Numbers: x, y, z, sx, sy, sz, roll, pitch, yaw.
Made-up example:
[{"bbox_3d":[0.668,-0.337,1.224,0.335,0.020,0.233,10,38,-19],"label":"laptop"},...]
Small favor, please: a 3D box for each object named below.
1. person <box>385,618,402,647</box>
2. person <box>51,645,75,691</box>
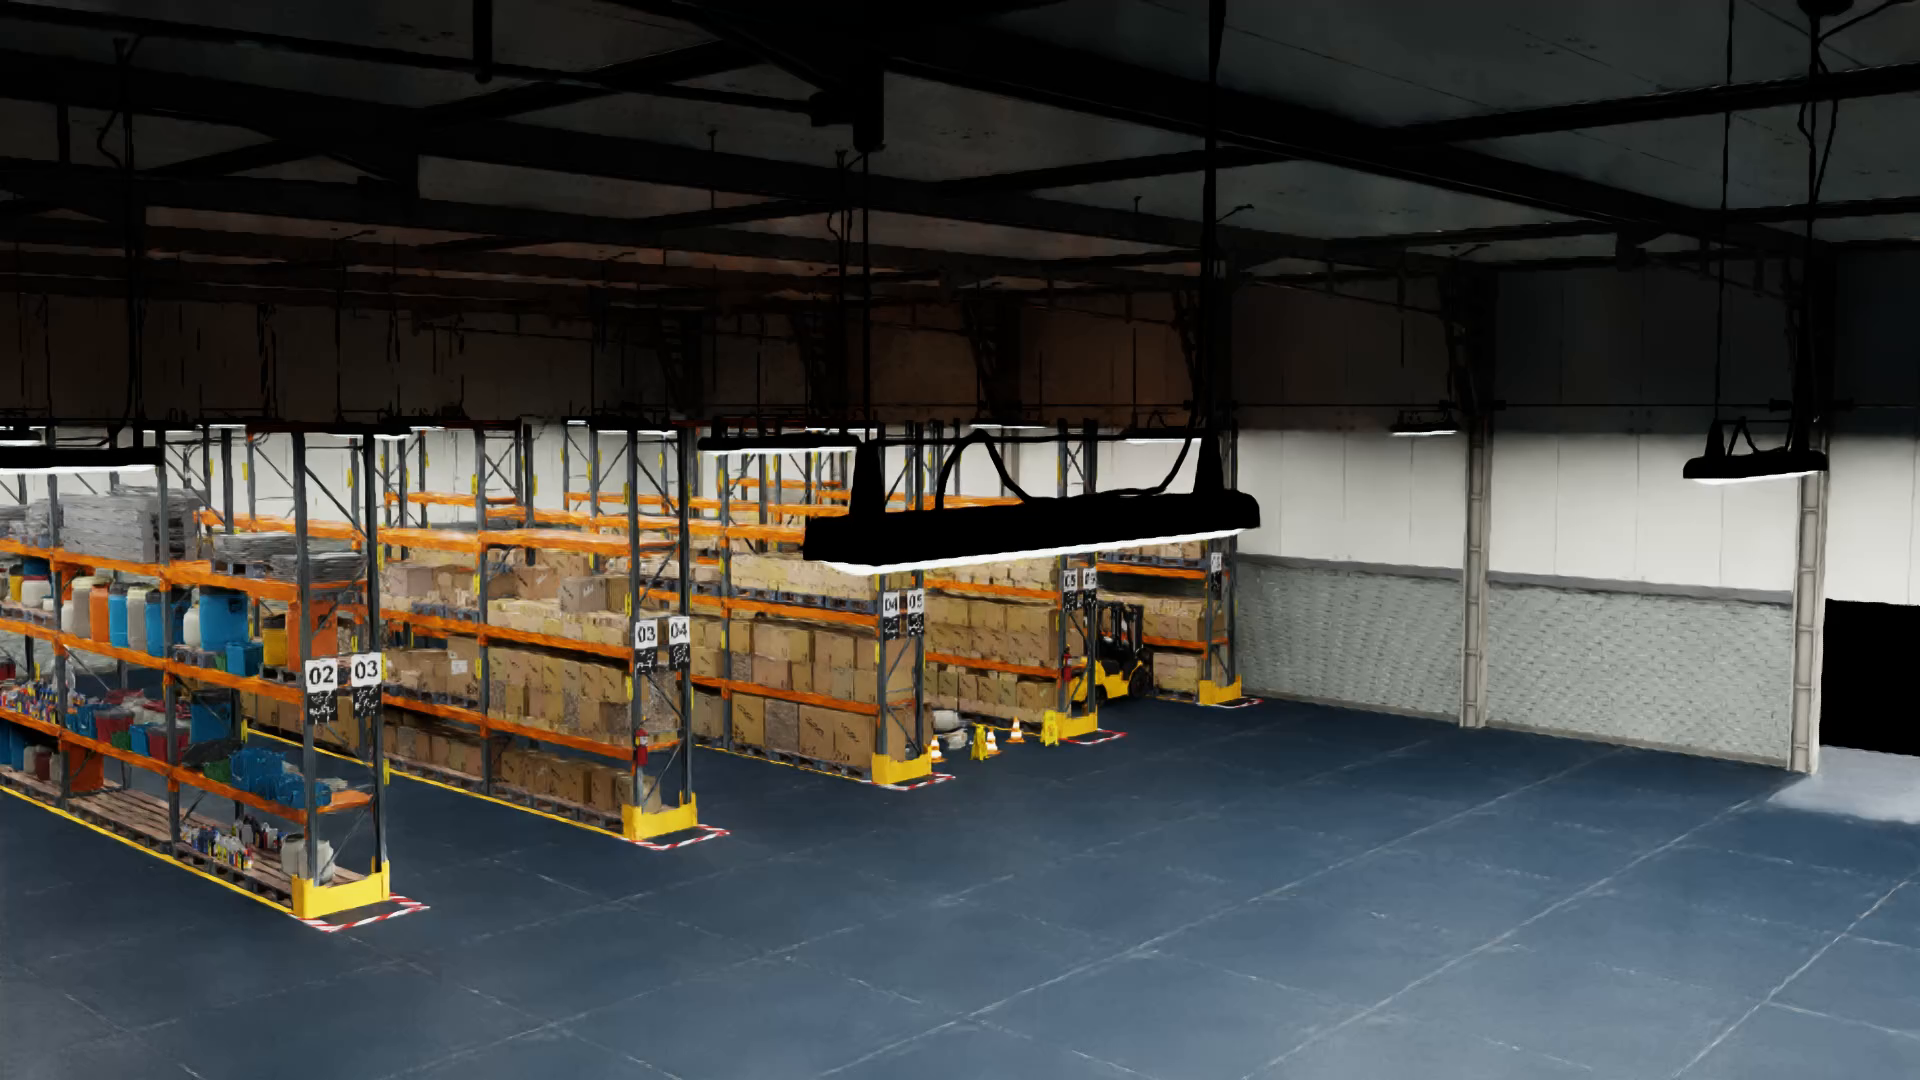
[{"bbox_3d":[-14.568,2.057,42.737,0.457,1.586,0.532,0,5,4],"label":"person"},{"bbox_3d":[-17.004,2.848,31.553,0.660,1.784,0.389,3,6,35],"label":"person"}]
